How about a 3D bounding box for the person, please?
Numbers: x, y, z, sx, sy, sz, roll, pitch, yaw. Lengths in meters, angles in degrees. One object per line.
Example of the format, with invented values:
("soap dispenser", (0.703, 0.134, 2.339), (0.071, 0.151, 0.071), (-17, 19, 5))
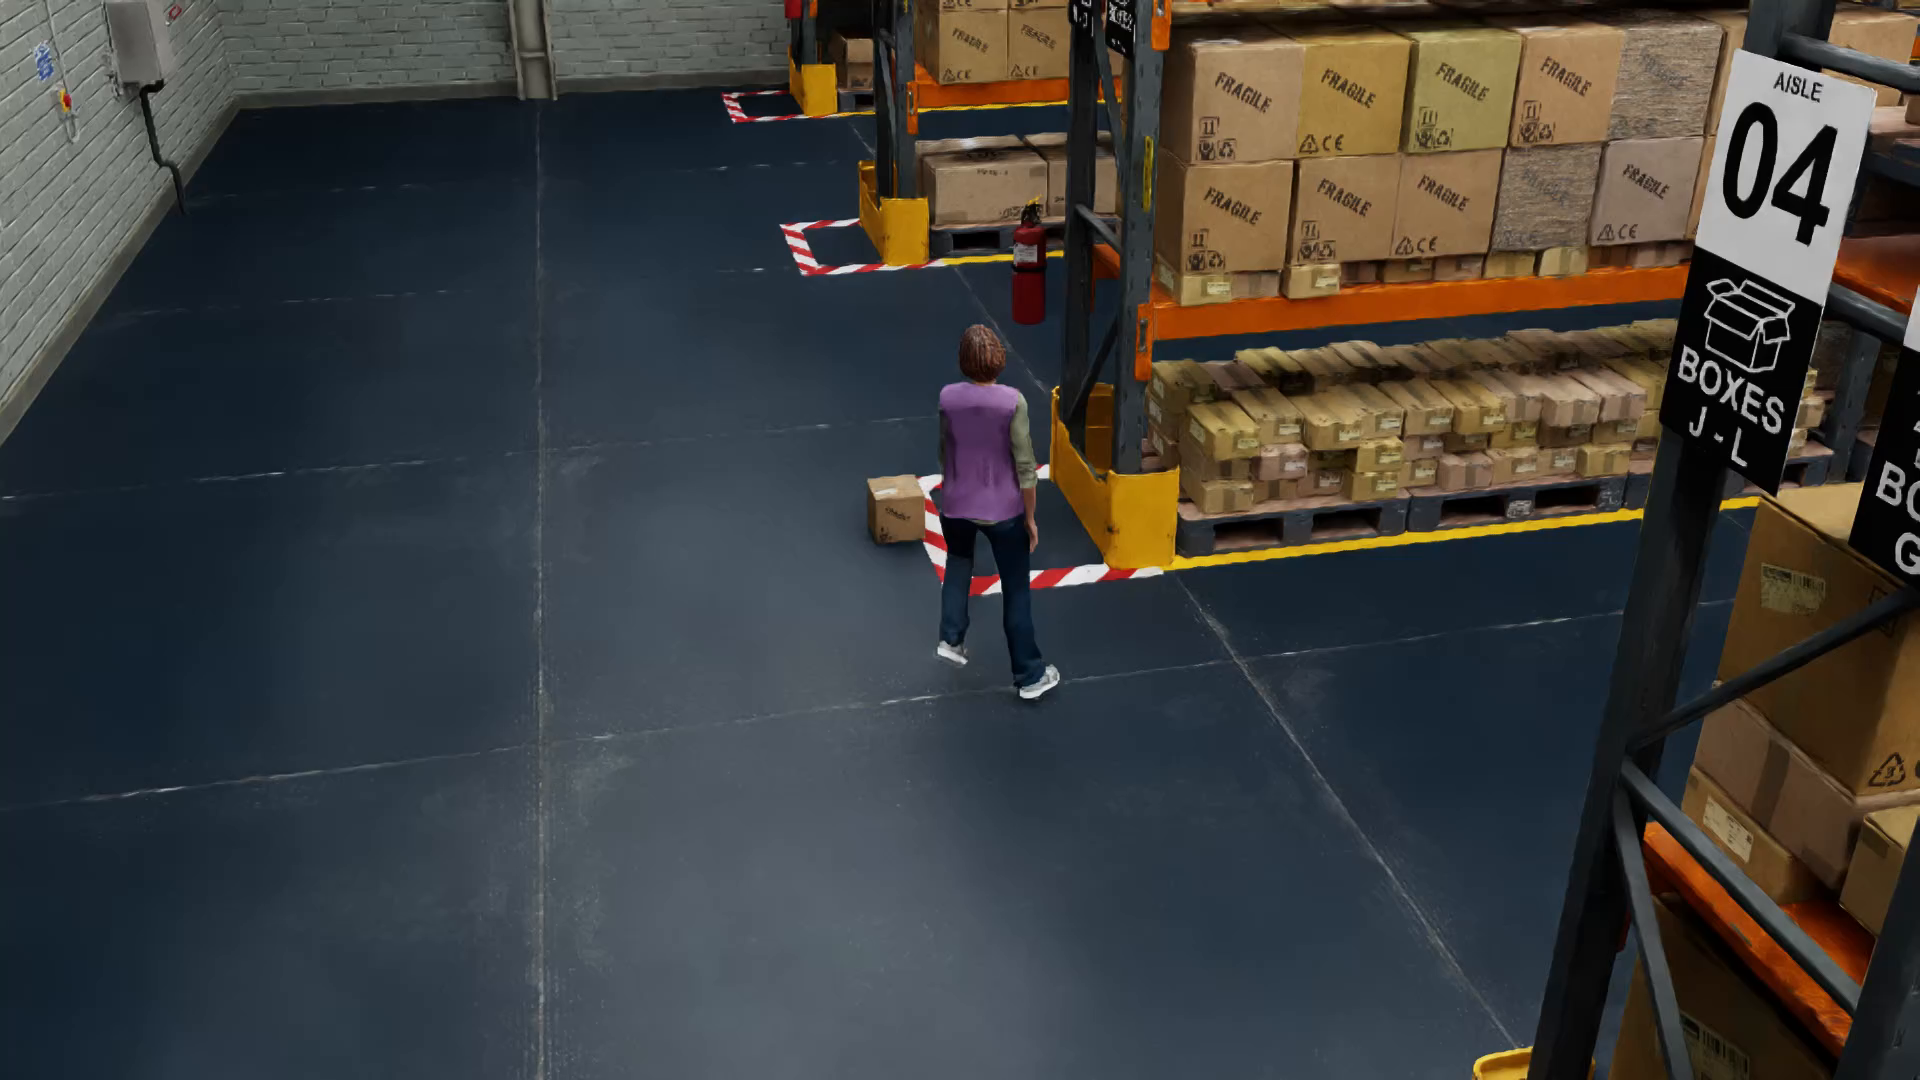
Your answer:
("person", (0.161, -0.111, 6.828), (0.534, 1.583, 0.431), (6, 28, 12))
